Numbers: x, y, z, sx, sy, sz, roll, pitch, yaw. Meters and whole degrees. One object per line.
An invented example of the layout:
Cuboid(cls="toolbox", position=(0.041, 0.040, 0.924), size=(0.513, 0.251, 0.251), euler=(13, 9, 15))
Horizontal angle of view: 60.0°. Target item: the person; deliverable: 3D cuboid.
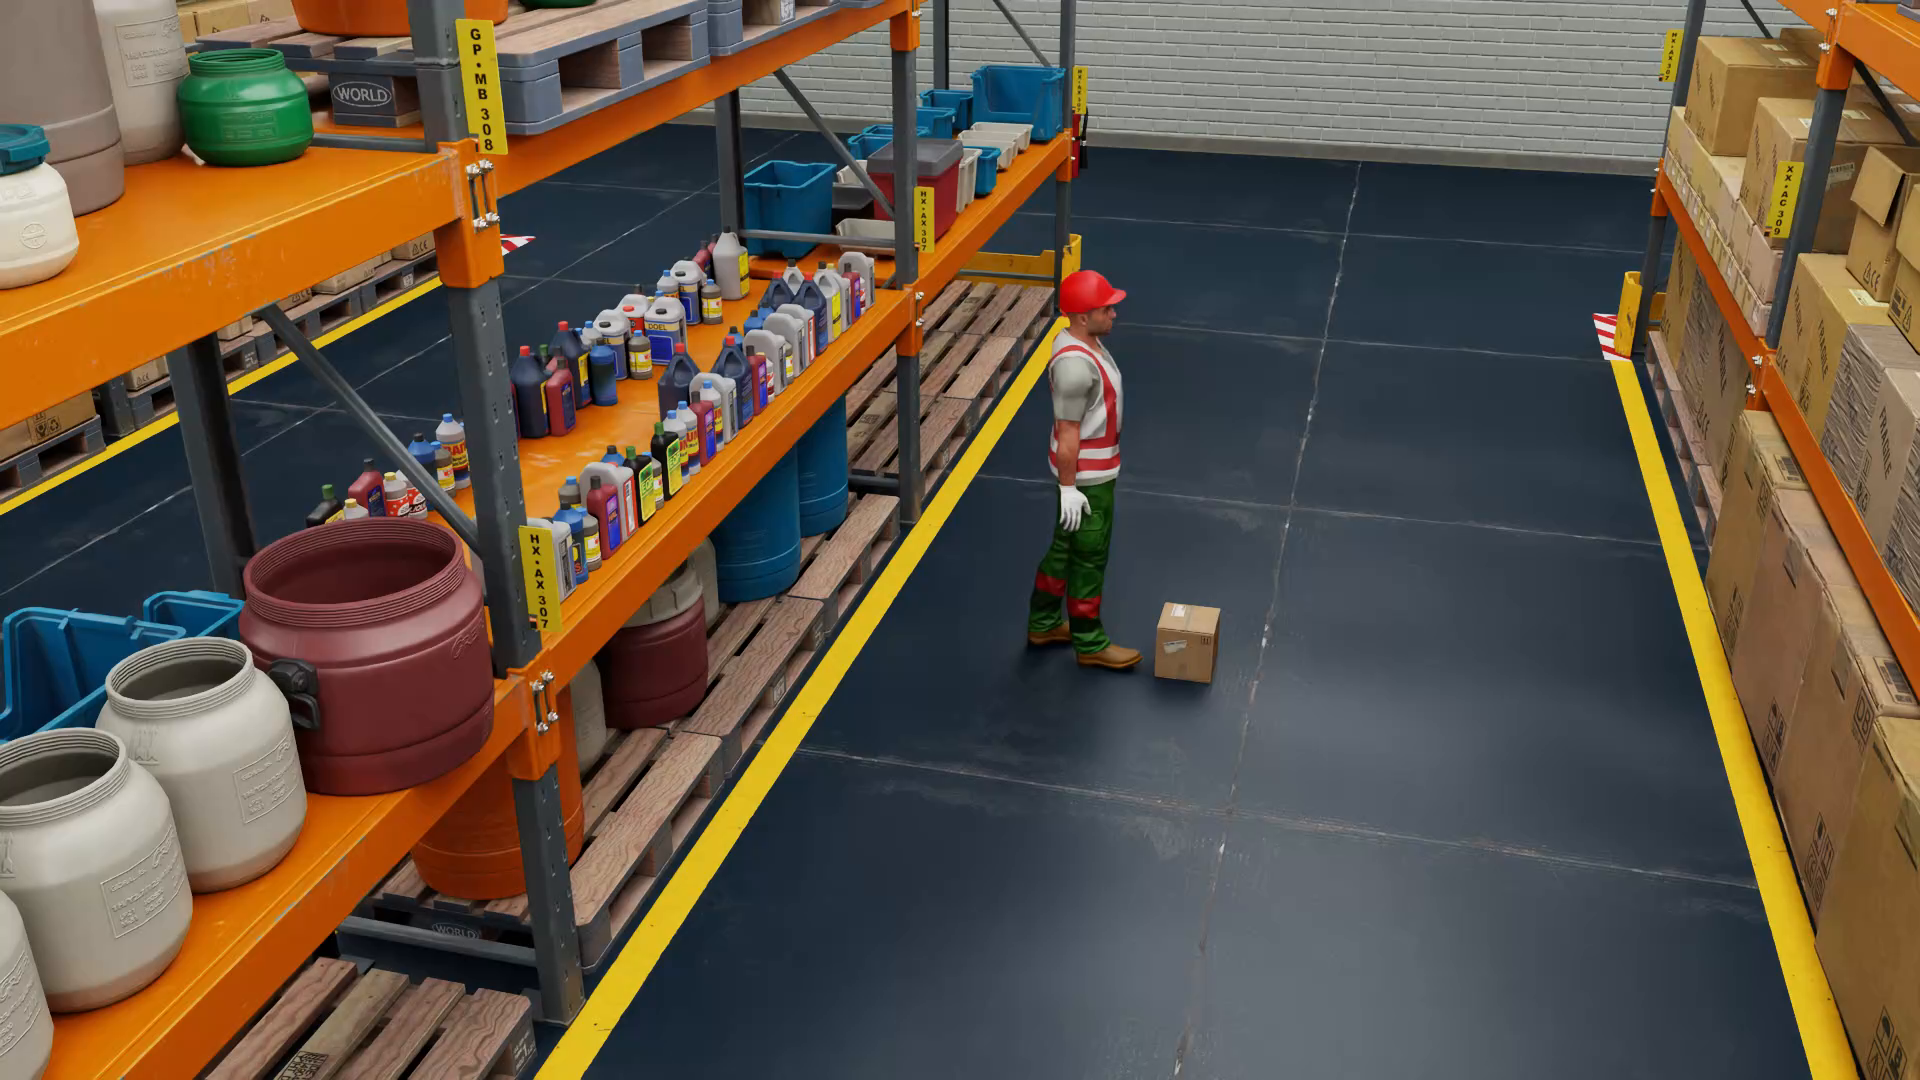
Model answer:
Cuboid(cls="person", position=(0.563, -0.297, 7.202), size=(0.516, 1.798, 0.585), euler=(1, 25, 3))
